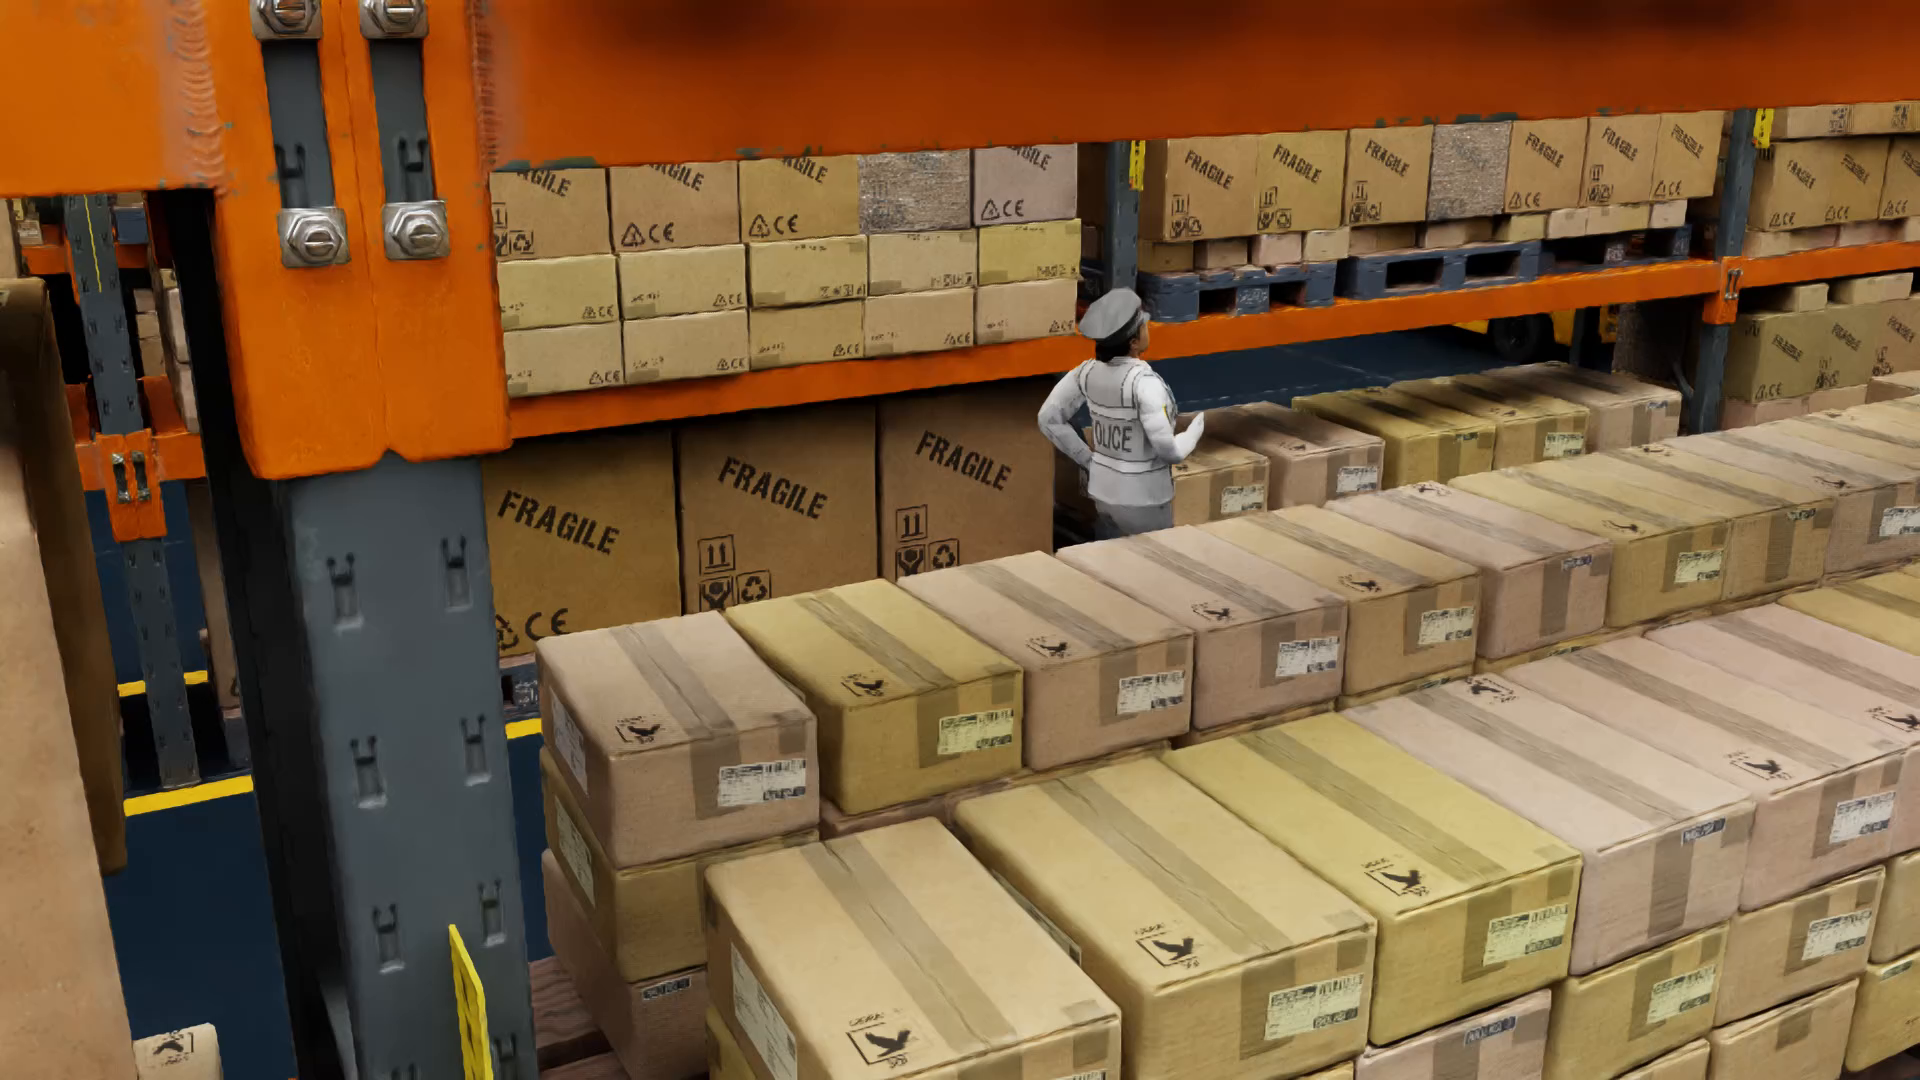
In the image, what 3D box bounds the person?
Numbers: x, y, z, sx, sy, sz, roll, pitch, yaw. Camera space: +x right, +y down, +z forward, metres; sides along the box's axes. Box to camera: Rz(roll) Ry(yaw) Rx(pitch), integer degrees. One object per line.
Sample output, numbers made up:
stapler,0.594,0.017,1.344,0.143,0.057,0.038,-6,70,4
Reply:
person,0.695,-0.148,6.544,0.608,1.718,0.593,-9,21,-25
